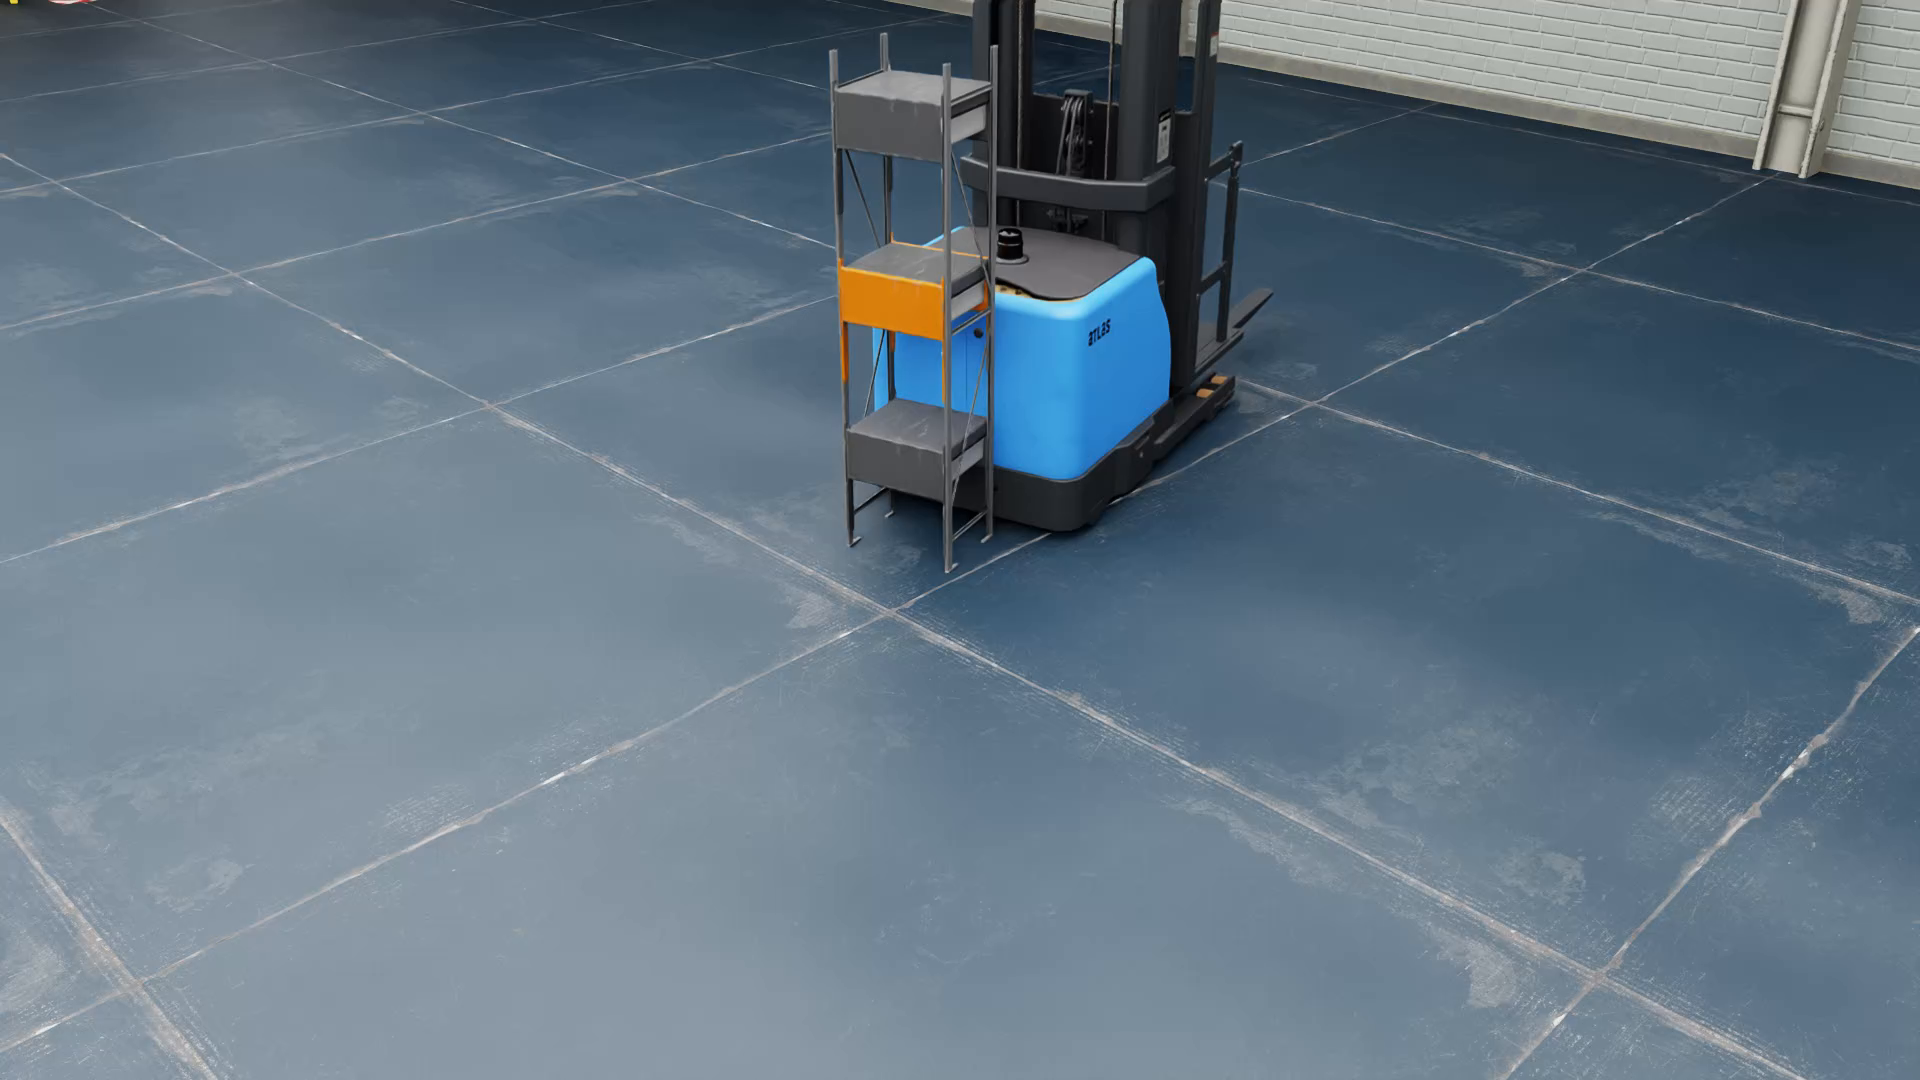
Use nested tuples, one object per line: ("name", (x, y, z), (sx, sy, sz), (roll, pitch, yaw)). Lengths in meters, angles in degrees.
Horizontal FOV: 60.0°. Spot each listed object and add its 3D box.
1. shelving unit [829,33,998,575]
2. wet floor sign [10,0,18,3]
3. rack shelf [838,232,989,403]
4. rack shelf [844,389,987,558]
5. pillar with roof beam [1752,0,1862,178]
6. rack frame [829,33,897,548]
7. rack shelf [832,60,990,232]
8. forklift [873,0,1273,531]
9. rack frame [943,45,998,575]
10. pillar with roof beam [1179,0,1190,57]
("shelving unit", (-0.173, -0.922, 6.747), (0.503, 2.100, 0.431), (14, 31, 25))
("wet floor sign", (-10.811, -6.370, 18.670), (0.267, 0.644, 0.232), (-13, 30, -22))
("rack shelf", (-0.173, -0.910, 6.754), (0.480, 0.518, 0.431), (14, 31, 25))
("rack shelf", (-0.173, -0.290, 7.080), (0.480, 0.518, 0.431), (14, 31, 25))
("pillar with roof beam", (3.234, -5.357, 7.769), (0.400, 9.000, 9.100), (25, 36, 38))
("rack frame", (-0.386, -0.977, 6.852), (0.015, 2.100, 0.400), (14, 31, 25))
("rack shelf", (-0.173, -1.530, 6.428), (0.480, 0.518, 0.431), (14, 31, 25))
("forklift", (0.758, -1.987, 7.879), (1.130, 2.935, 3.031), (14, 31, 25))
("rack frame", (0.041, -0.867, 6.643), (0.015, 2.100, 0.400), (14, 31, 25))
("pillar with roof beam", (-1.044, -7.315, 11.492), (0.400, 9.000, 9.100), (25, 36, 38))
